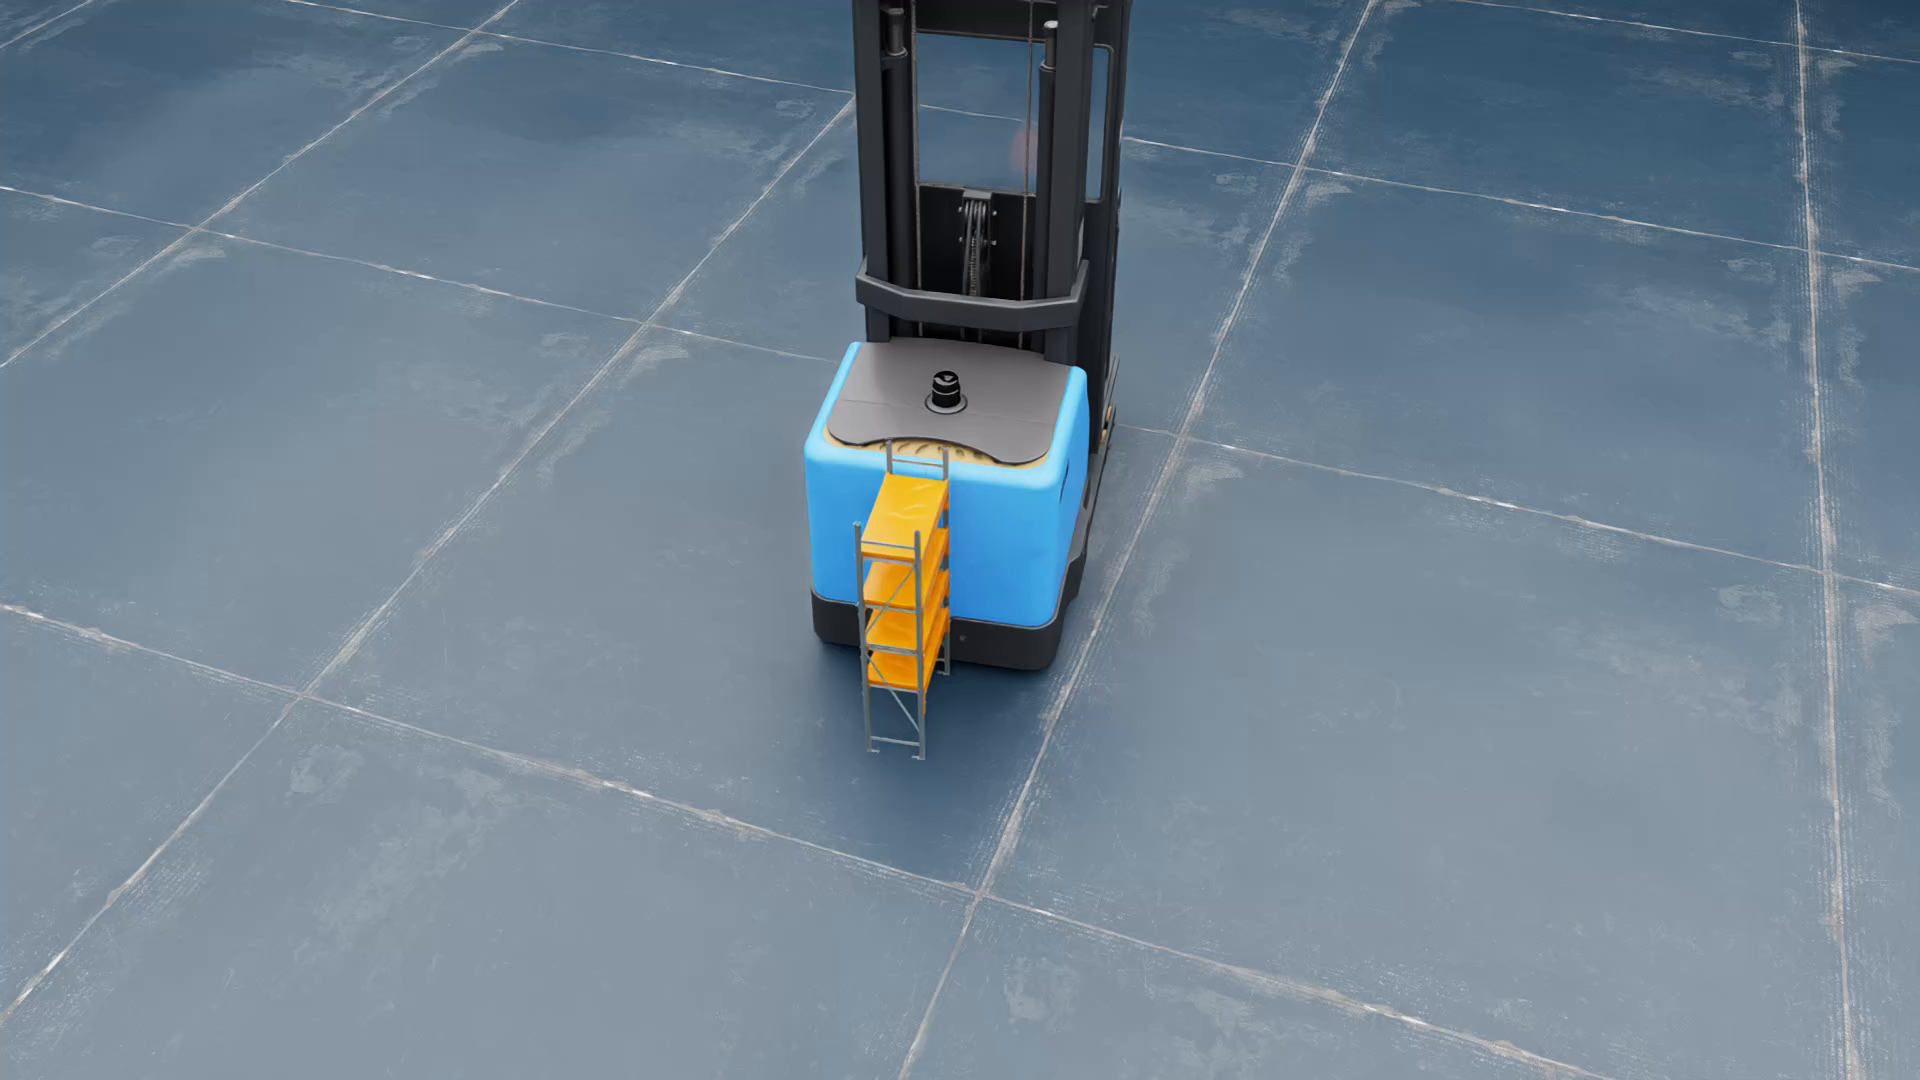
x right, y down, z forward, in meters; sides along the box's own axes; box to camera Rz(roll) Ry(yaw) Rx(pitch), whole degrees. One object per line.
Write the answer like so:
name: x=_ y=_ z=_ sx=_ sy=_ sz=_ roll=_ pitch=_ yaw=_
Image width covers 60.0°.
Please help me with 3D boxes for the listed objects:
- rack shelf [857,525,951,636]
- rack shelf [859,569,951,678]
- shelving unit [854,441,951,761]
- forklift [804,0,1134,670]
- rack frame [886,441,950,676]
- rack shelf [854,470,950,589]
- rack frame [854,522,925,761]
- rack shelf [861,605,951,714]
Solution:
rack shelf: x=-0.210 y=0.136 z=6.378 sx=0.258 sy=0.148 sz=0.480 roll=8 pitch=41 yaw=9
rack shelf: x=-0.210 y=0.306 z=6.524 sx=0.258 sy=0.148 sz=0.480 roll=8 pitch=41 yaw=9
shelving unit: x=-0.210 y=0.255 z=6.480 sx=0.258 sy=1.200 sz=0.503 roll=8 pitch=41 yaw=9
forklift: x=0.167 y=-1.533 z=7.242 sx=1.130 sy=2.935 sz=3.031 roll=7 pitch=41 yaw=9
rack frame: x=-0.162 y=0.099 z=6.661 sx=0.240 sy=1.200 sz=0.015 roll=8 pitch=41 yaw=9
rack shelf: x=-0.211 y=-0.044 z=6.224 sx=0.258 sy=0.148 sz=0.480 roll=8 pitch=41 yaw=9
rack frame: x=-0.259 y=0.410 z=6.298 sx=0.240 sy=1.200 sz=0.015 roll=8 pitch=41 yaw=9
rack shelf: x=-0.210 y=0.456 z=6.653 sx=0.258 sy=0.148 sz=0.480 roll=8 pitch=41 yaw=9
